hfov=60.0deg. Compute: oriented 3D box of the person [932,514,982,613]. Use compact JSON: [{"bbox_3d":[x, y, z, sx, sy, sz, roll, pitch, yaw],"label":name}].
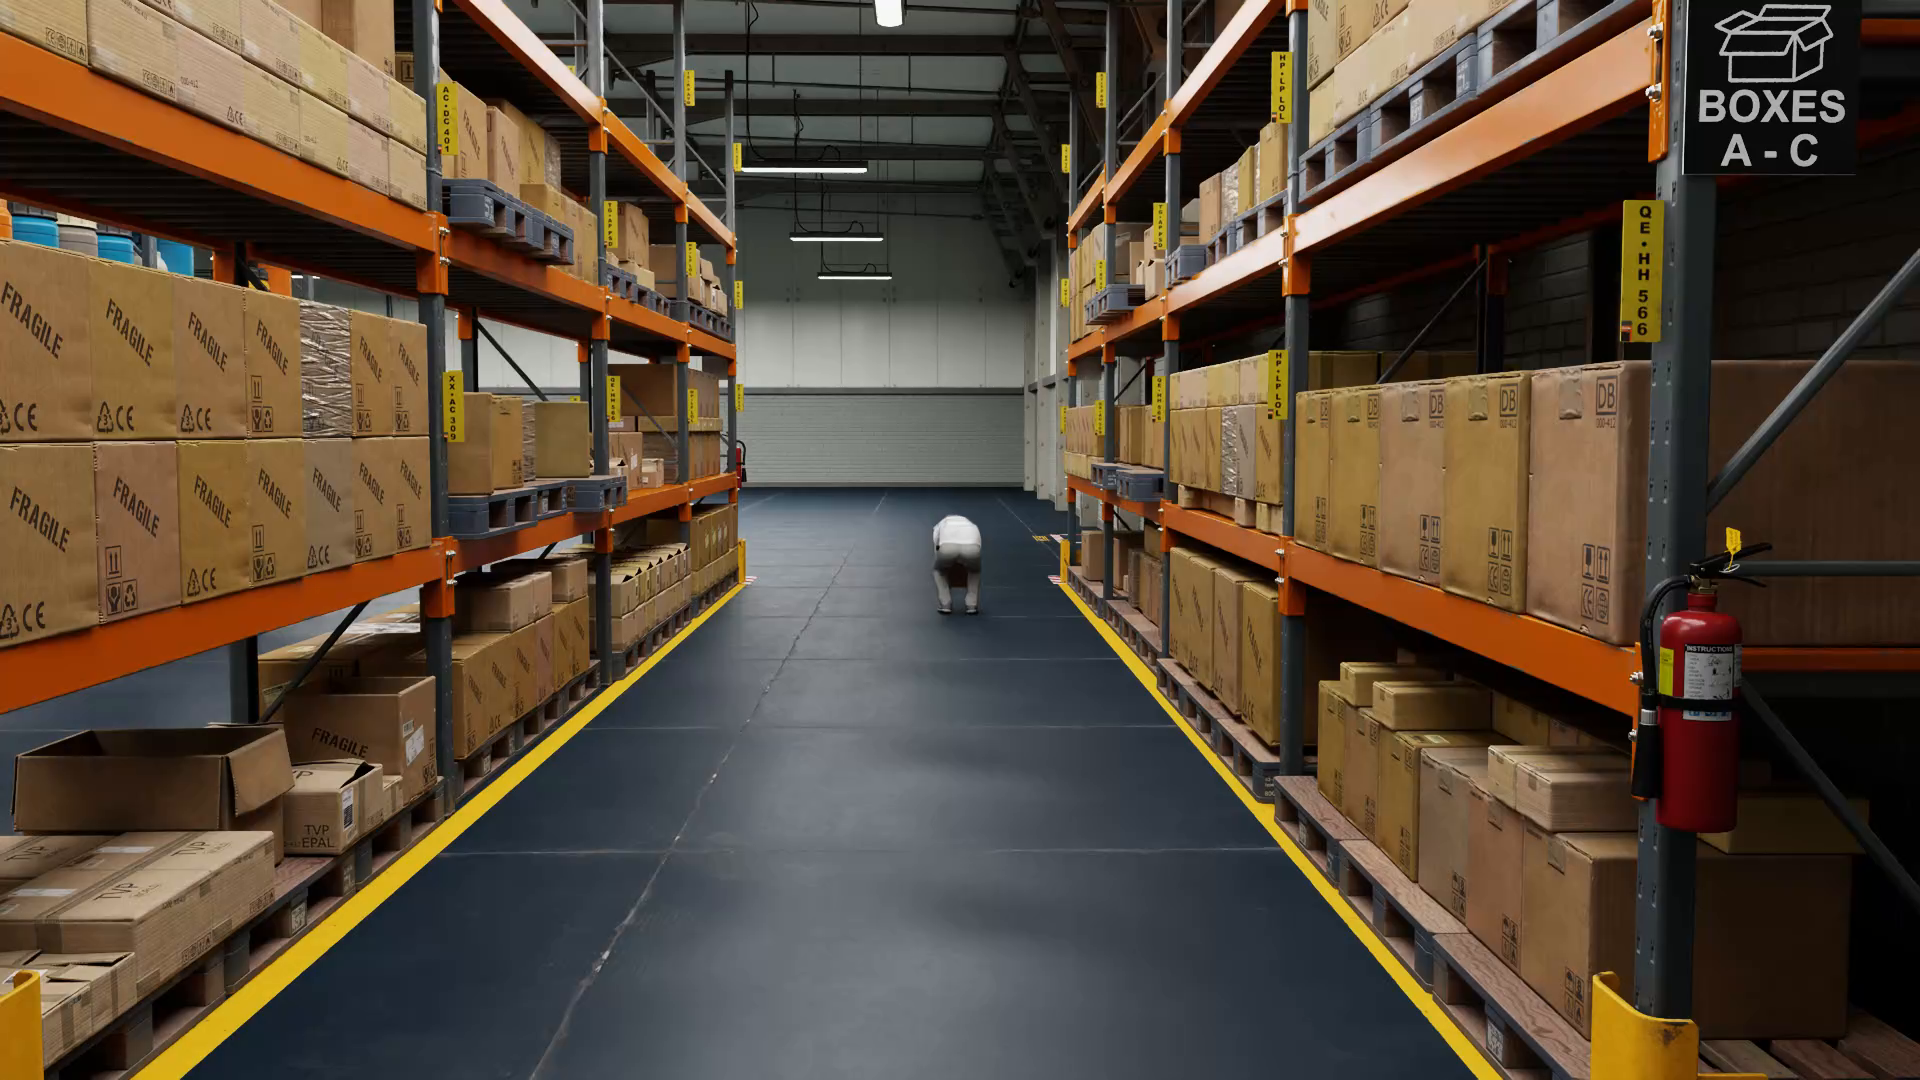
[{"bbox_3d":[-0.027,0.238,16.688,0.508,0.966,0.934,0,4,-4],"label":"person"}]
